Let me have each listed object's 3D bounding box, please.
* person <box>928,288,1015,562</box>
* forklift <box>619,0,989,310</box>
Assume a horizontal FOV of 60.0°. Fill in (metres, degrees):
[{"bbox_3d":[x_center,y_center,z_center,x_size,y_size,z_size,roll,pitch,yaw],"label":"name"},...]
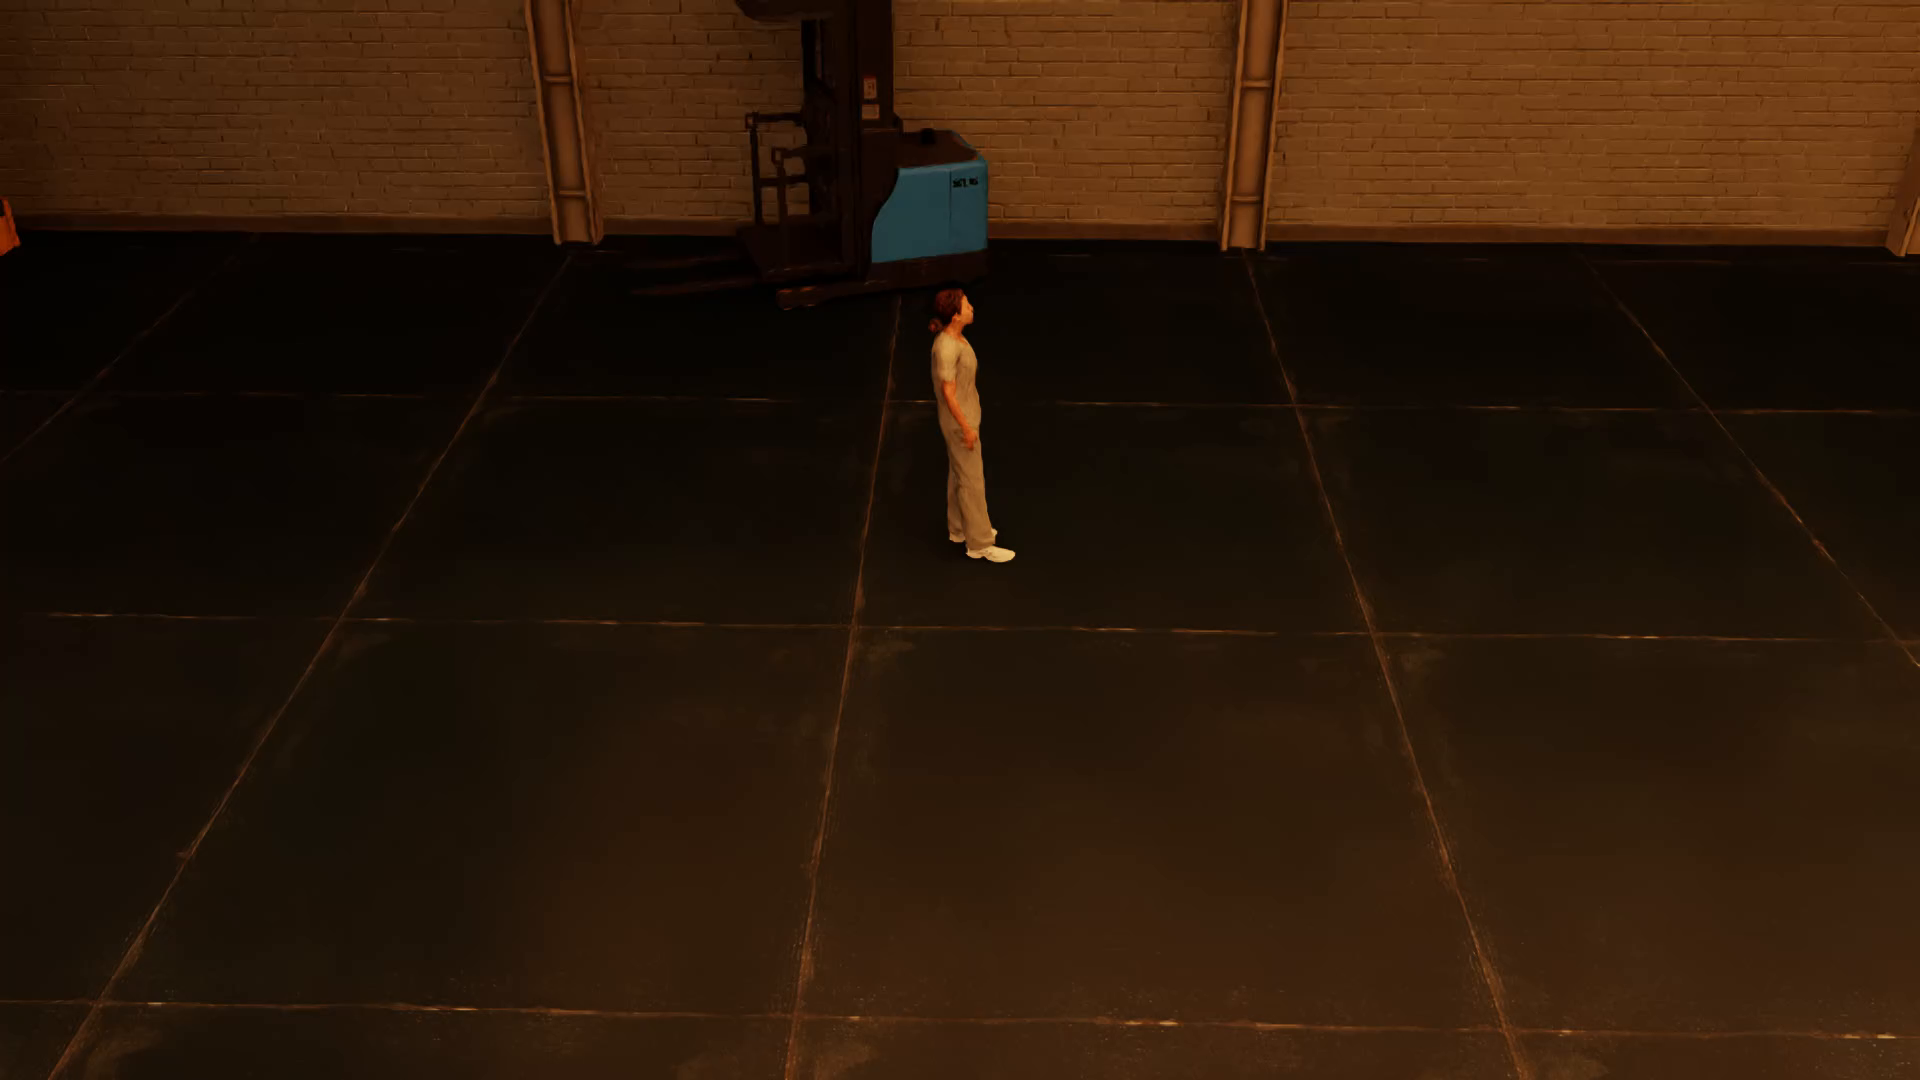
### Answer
[{"bbox_3d":[0.074,-0.716,10.060,0.548,1.665,0.550,1,31,1],"label":"person"},{"bbox_3d":[-1.326,-3.462,13.485,3.031,2.935,1.130,-10,32,-16],"label":"forklift"}]
